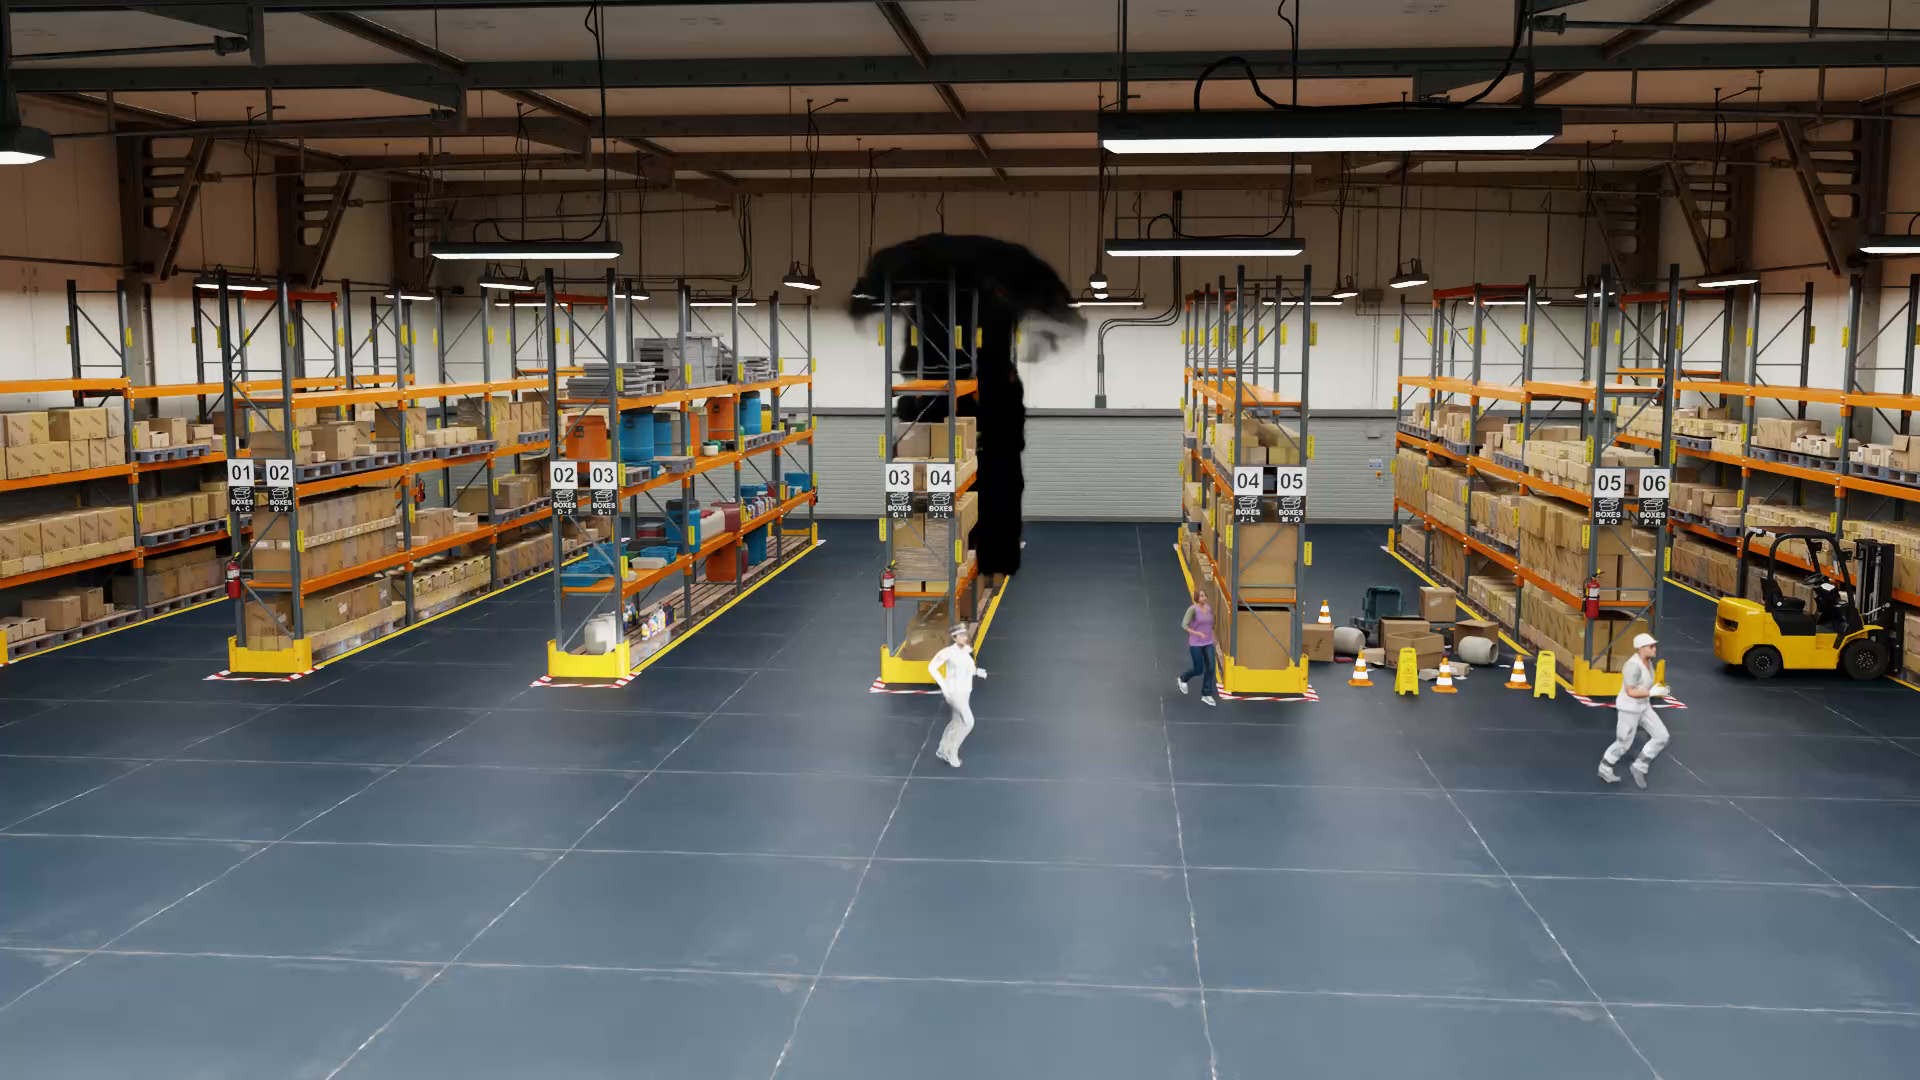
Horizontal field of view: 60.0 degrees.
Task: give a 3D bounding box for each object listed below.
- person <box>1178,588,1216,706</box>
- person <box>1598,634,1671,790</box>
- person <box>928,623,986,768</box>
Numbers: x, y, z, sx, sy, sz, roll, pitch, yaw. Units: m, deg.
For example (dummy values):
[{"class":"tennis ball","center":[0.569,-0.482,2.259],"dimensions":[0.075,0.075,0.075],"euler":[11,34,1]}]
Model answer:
[{"class":"person","center":[3.278,1.455,22.916],"dimensions":[0.549,1.599,0.686],"euler":[-4,8,-29]},{"class":"person","center":[7.474,1.889,18.382],"dimensions":[0.695,1.760,0.818],"euler":[-6,9,-42]},{"class":"person","center":[0.004,1.817,19.529],"dimensions":[0.673,1.708,0.583],"euler":[6,9,38]}]
